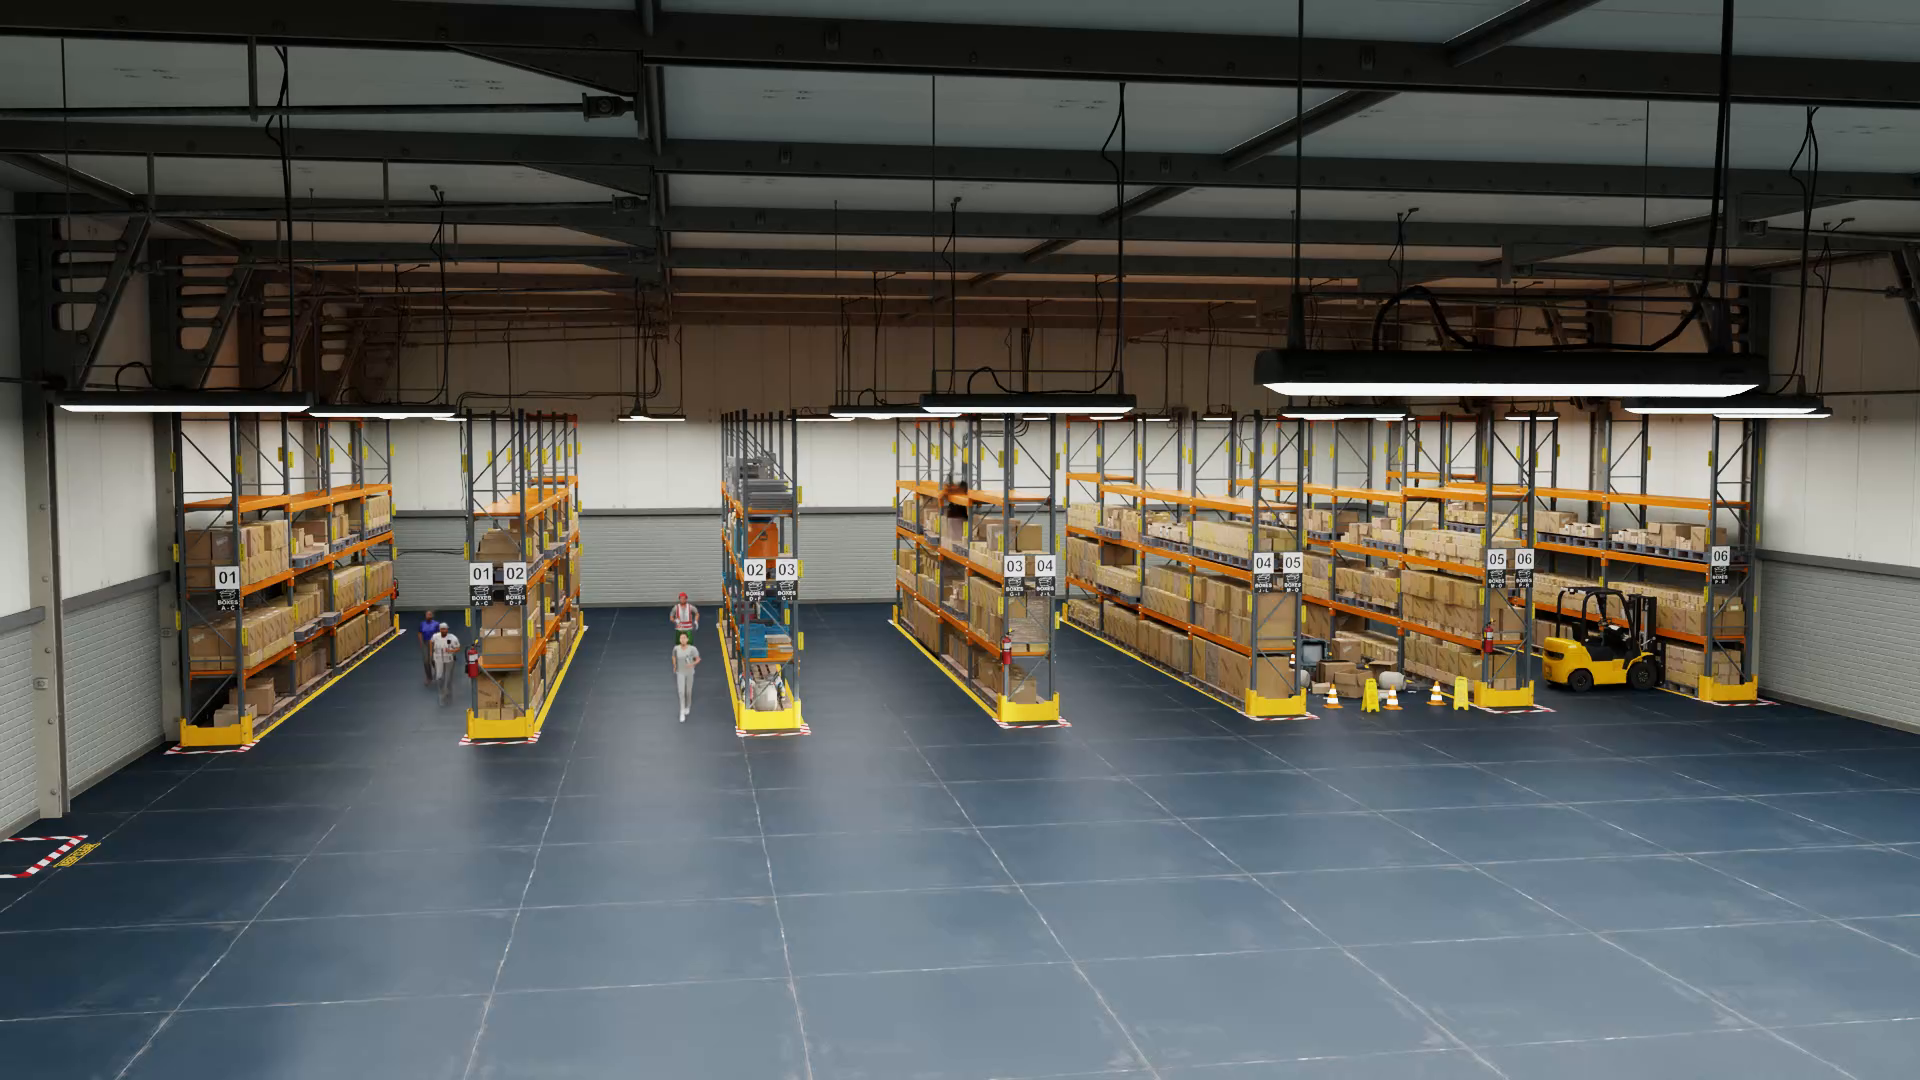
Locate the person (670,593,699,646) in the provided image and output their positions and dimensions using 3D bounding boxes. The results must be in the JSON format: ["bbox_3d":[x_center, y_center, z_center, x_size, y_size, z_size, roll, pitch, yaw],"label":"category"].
[{"bbox_3d":[-6.459,2.117,38.929,0.671,1.762,0.664,-1,4,-7],"label":"person"}]

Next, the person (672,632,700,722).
[{"bbox_3d":[-5.319,2.632,32.316,0.557,1.712,0.821,0,4,-5],"label":"person"}]

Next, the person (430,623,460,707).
[{"bbox_3d":[-10.545,2.531,34.077,0.627,1.713,0.866,-1,4,-9],"label":"person"}]

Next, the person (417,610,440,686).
[{"bbox_3d":[-11.694,2.359,36.743,0.590,1.628,0.743,0,4,-6],"label":"person"}]
